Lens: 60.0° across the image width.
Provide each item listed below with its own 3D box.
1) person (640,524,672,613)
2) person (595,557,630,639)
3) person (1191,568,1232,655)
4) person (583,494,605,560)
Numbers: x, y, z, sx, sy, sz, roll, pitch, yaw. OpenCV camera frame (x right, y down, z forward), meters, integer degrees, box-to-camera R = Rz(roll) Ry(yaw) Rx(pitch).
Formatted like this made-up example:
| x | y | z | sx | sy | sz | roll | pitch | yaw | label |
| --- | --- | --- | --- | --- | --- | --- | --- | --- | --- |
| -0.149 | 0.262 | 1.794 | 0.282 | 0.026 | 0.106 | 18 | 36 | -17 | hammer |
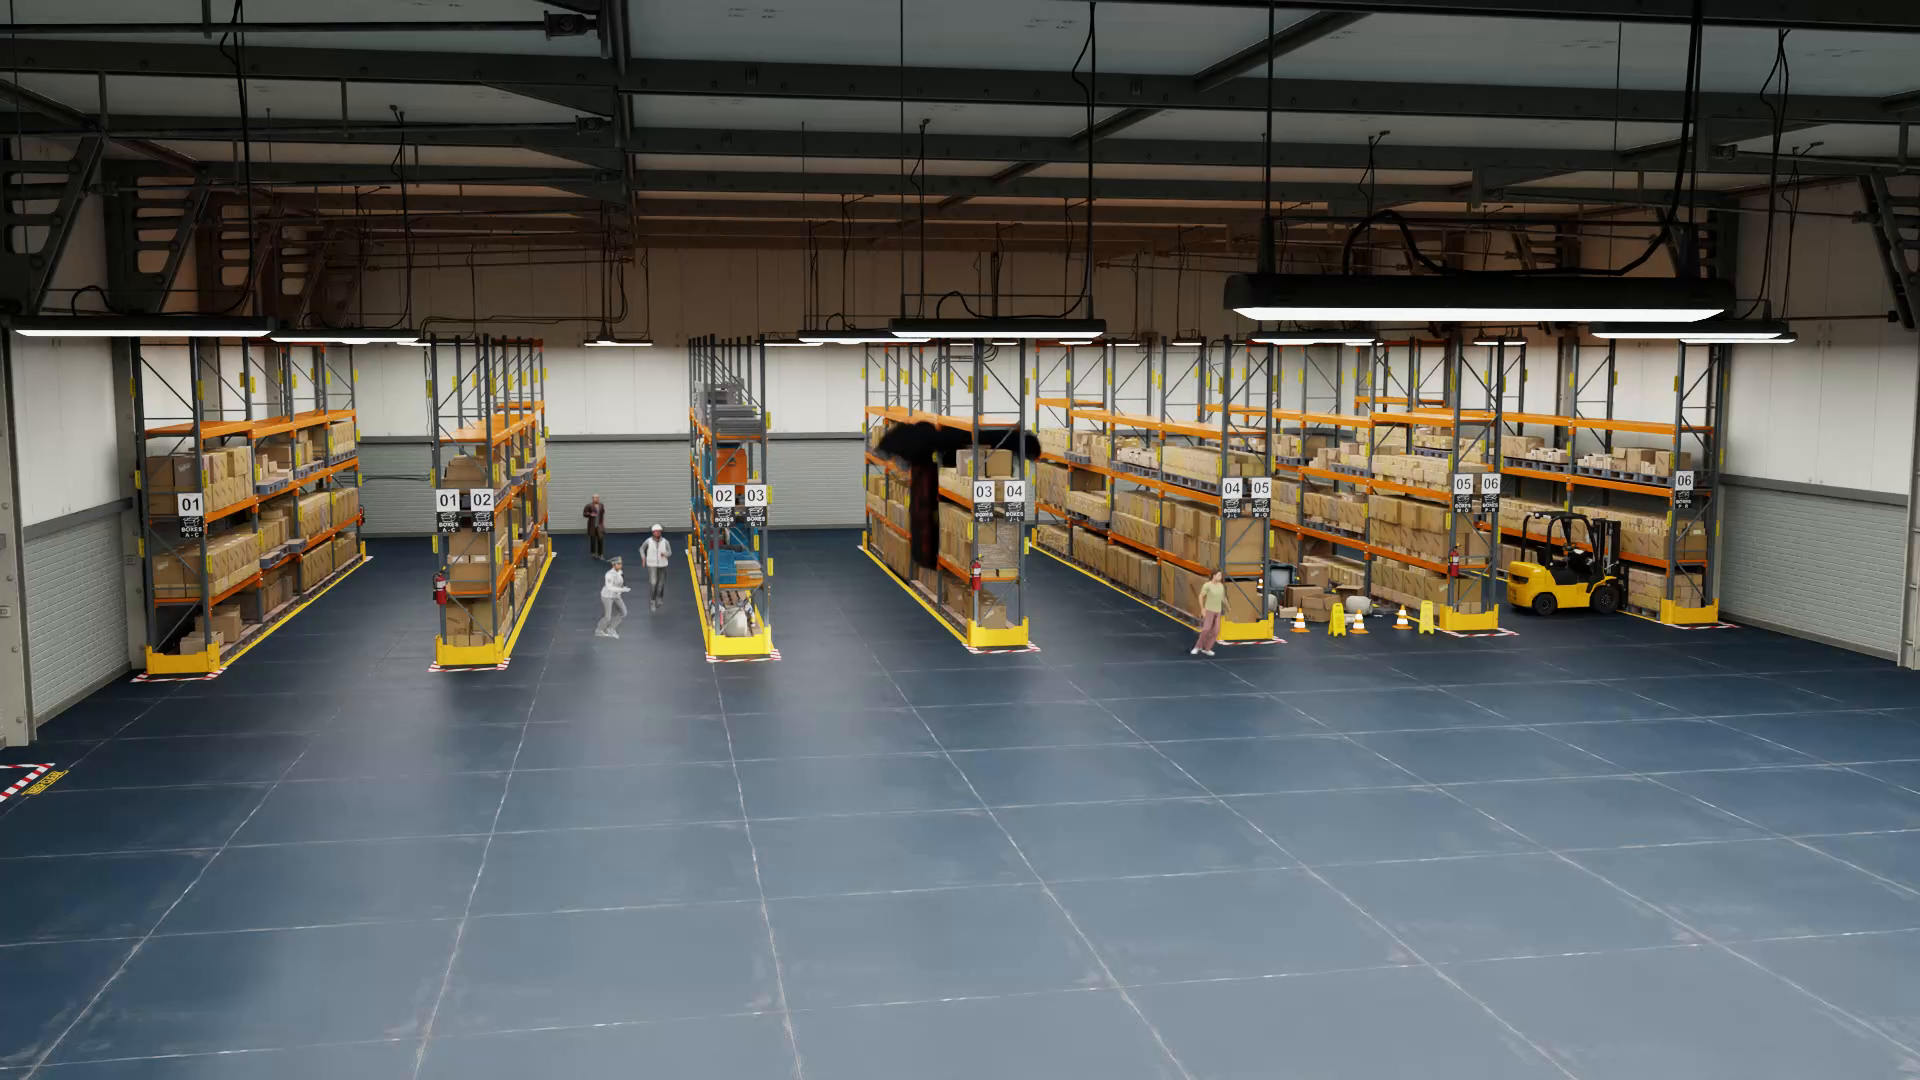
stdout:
| x | y | z | sx | sy | sz | roll | pitch | yaw | label |
| --- | --- | --- | --- | --- | --- | --- | --- | --- | --- |
| -6.404 | 0.599 | 35.108 | 0.651 | 1.861 | 0.721 | -2 | 7 | -17 | person |
| -6.548 | 1.094 | 31.416 | 0.853 | 1.612 | 0.612 | 3 | 7 | 26 | person |
| 4.689 | 1.366 | 31.118 | 0.714 | 1.643 | 0.559 | -4 | 8 | -33 | person |
| -9.968 | -0.338 | 45.389 | 0.666 | 1.853 | 0.840 | -3 | 7 | -27 | person |
